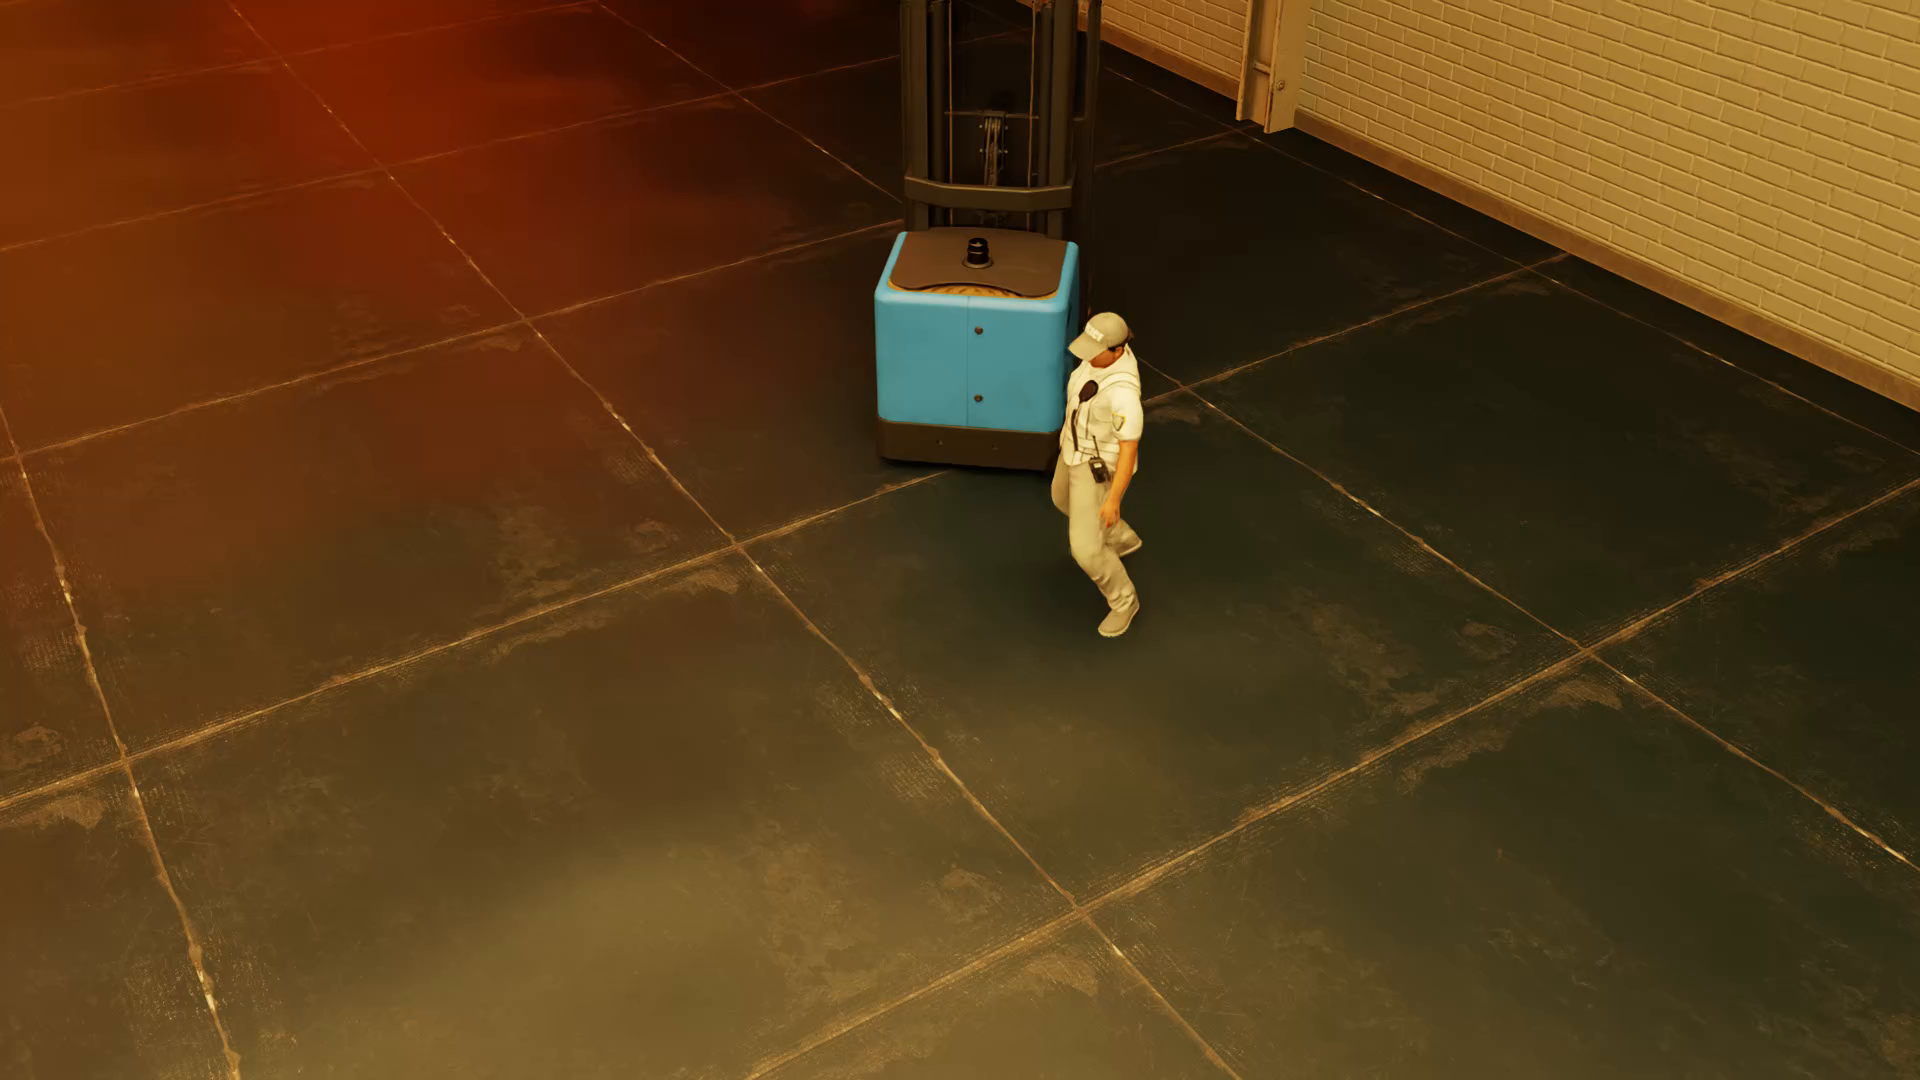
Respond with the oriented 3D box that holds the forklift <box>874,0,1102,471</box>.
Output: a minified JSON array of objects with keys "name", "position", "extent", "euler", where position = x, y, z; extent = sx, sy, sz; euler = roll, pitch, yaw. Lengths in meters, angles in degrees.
[{"name":"forklift","position":[0.253,-2.413,9.582],"extent":[1.130,2.935,3.031],"euler":[5,35,7]}]

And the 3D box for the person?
[{"name":"person","position":[0.706,-0.413,7.919],"extent":[0.483,1.591,0.838],"euler":[-3,35,-4]}]
